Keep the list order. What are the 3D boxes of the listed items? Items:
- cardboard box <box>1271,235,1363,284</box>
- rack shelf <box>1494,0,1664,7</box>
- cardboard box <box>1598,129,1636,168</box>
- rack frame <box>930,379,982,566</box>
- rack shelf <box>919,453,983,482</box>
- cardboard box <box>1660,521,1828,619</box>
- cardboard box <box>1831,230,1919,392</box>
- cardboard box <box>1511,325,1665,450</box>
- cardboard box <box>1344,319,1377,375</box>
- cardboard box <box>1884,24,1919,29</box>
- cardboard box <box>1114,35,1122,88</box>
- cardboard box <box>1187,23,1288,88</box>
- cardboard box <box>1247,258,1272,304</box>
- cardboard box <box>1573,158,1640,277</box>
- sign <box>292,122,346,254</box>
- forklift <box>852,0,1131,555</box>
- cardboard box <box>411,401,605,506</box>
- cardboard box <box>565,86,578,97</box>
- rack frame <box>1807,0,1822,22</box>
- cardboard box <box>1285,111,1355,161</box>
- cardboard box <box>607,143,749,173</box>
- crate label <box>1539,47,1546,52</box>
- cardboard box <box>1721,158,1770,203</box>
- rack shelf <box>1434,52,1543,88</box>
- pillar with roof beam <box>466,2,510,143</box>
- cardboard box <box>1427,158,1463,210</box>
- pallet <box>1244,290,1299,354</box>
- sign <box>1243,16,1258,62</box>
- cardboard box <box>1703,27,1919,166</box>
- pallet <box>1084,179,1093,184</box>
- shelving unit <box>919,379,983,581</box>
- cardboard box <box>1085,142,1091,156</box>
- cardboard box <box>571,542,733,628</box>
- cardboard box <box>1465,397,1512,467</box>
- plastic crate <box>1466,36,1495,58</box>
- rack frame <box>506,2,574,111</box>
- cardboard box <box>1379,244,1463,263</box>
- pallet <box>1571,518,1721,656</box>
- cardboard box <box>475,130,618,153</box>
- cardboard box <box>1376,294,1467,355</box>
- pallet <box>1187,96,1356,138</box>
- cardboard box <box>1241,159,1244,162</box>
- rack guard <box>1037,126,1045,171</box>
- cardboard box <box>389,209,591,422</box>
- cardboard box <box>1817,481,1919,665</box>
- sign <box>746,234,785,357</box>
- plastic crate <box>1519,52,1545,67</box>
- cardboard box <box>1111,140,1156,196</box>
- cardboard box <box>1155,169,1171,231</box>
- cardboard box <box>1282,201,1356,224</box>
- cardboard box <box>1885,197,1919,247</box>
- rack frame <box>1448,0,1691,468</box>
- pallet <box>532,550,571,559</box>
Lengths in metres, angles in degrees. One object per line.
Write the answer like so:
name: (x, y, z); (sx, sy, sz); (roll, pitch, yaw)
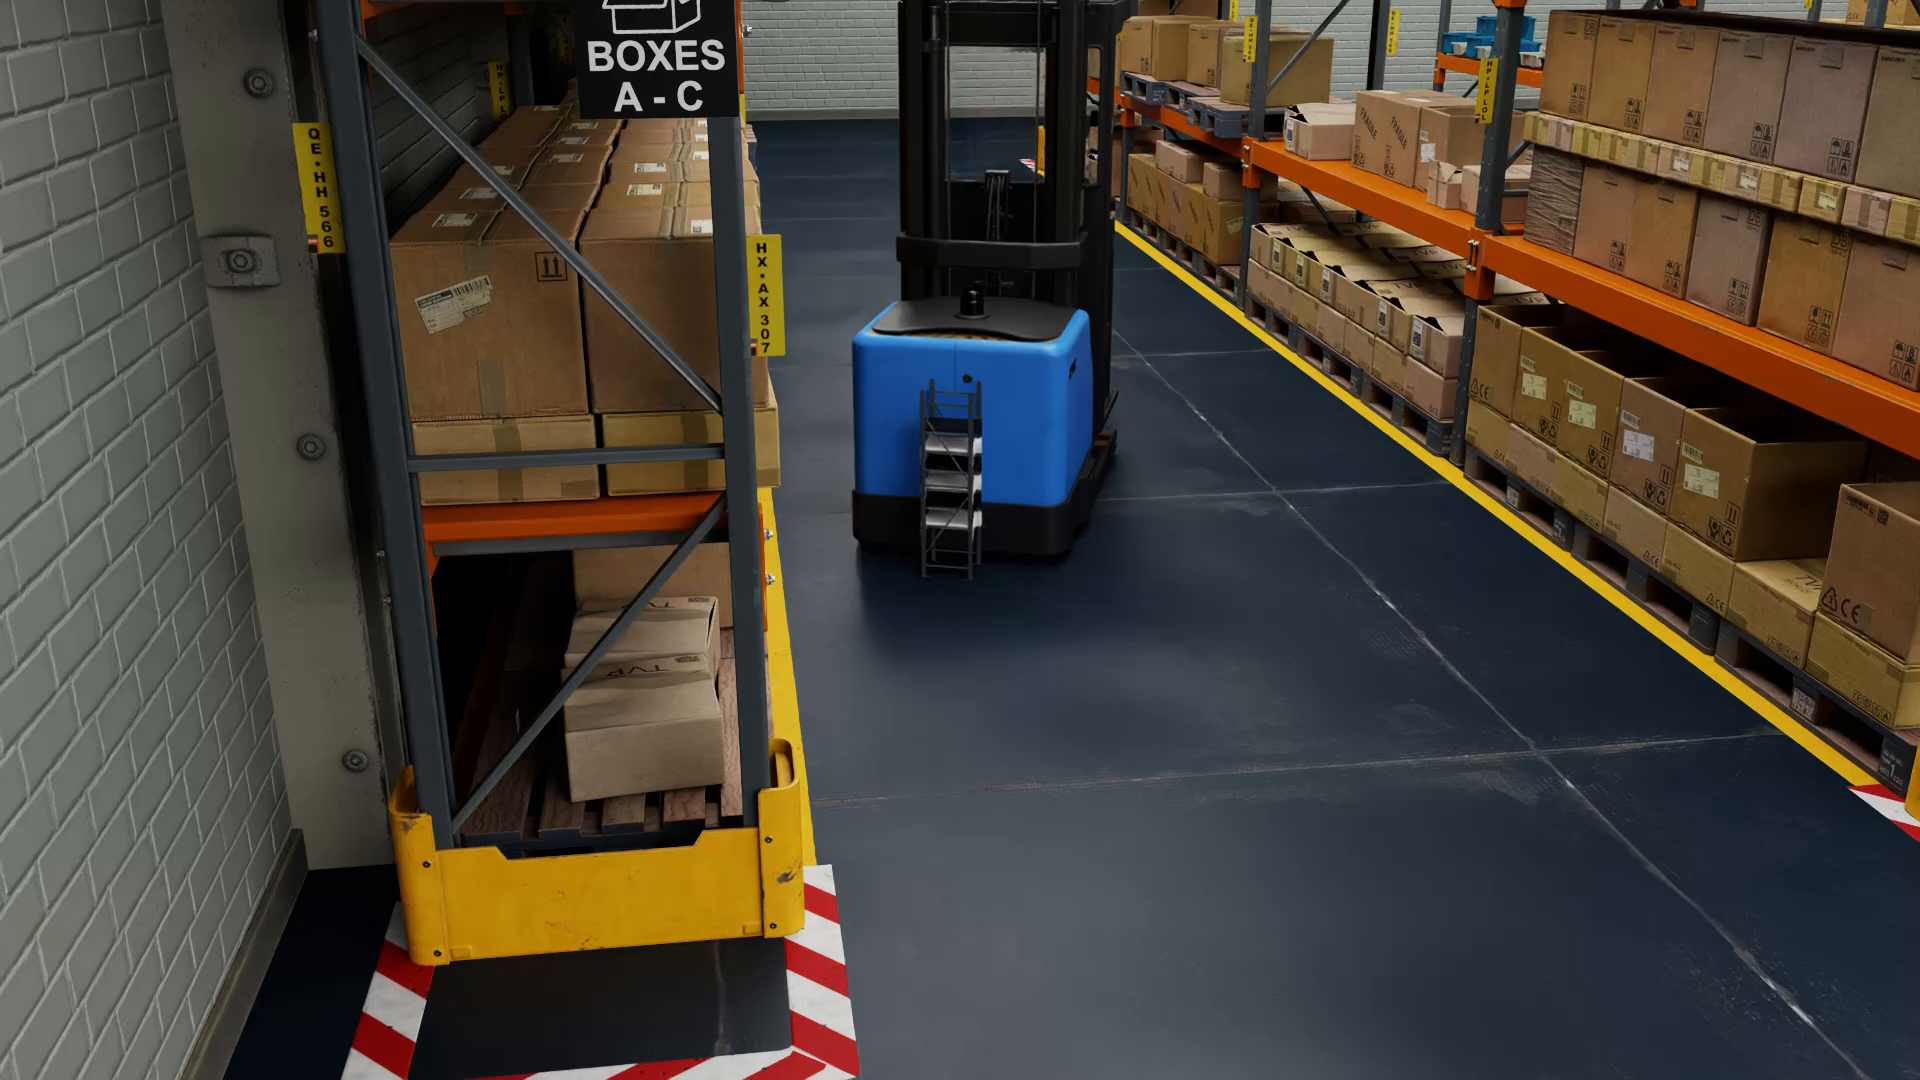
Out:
cardboard box: (2.559, -2.032, 11.896); (0.500, 0.311, 0.500); (-3, 21, -9)
rack shelf: (2.978, -3.613, 10.345); (1.077, 0.370, 4.000); (-3, 21, -8)
cardboard box: (3.228, -1.834, 7.769); (0.380, 0.149, 0.250); (-3, 21, -8)
rack frame: (-0.020, -0.310, 7.759); (0.240, 0.900, 0.006); (4, 21, 11)
rack shelf: (-0.040, -0.328, 7.646); (0.258, 0.077, 0.200); (4, 21, 11)
cardboard box: (3.316, 0.107, 6.972); (0.500, 0.250, 0.500); (-3, 21, -8)
cardboard box: (3.708, -0.859, 6.085); (0.700, 0.500, 0.500); (-2, 21, -6)
cardboard box: (3.103, -0.764, 8.232); (0.500, 0.500, 0.500); (-3, 21, -8)
cardboard box: (2.775, -1.243, 10.586); (0.500, 0.250, 0.500); (-2, 21, -7)
cardboard box: (11.293, -6.041, 19.894); (0.500, 0.250, 0.500); (-4, 21, -10)
cardboard box: (1.787, -4.830, 16.717); (0.500, 0.500, 0.500); (-3, 21, -7)
cardboard box: (2.429, -4.258, 14.586); (0.700, 0.500, 0.500); (-8, 22, -21)
cardboard box: (2.475, -1.950, 12.480); (0.500, 0.250, 0.500); (-3, 21, -8)
cardboard box: (3.419, -1.564, 7.974); (0.700, 0.500, 0.500); (-3, 21, -8)
sign: (-1.610, -0.886, 4.195); (0.100, 0.325, 0.005); (-3, 21, -8)
forklift: (0.282, -1.784, 8.803); (1.130, 2.935, 3.031); (4, 21, 11)
cardboard box: (-1.317, -0.308, 4.939); (0.500, 0.250, 0.500); (-3, 21, -7)
cardboard box: (-1.748, -2.226, 9.118); (0.700, 0.500, 0.500); (-1, 20, -2)
rack frame: (11.340, -6.506, 21.348); (1.000, 3.000, 0.127); (-3, 21, -8)
cardboard box: (2.627, -2.877, 11.758); (0.500, 0.311, 0.500); (-3, 21, -8)
cardboard box: (-1.045, -1.217, 6.300); (0.500, 0.500, 0.500); (-2, 21, -6)
crate label: (6.827, -5.691, 19.458); (0.396, 0.136, 0.243); (-3, 21, -8)
cardboard box: (3.374, -1.478, 6.817); (0.380, 0.149, 0.250); (-3, 21, -8)
rack shelf: (6.727, -5.227, 18.951); (1.077, 0.370, 4.000); (-3, 21, -8)
pillar with roof beam: (1.380, -5.520, 10.135); (9.100, 9.000, 0.400); (-3, 21, -8)
cardboard box: (2.958, -2.085, 9.704); (0.396, 0.266, 0.258); (-3, 21, -9)
pallet: (2.770, -1.644, 12.317); (1.003, 0.211, 1.213); (-3, 21, -8)
sign: (2.154, -3.712, 12.327); (0.100, 0.325, 0.005); (-3, 21, -8)
cardboard box: (3.554, -1.833, 6.839); (0.700, 0.500, 0.500); (-3, 21, -8)
pallet: (1.836, -3.977, 18.564); (1.003, 0.211, 1.213); (-3, 21, -8)
shelving unit: (-0.040, -0.275, 7.666); (0.258, 0.900, 0.210); (4, 21, 11)
cardboard box: (1.479, -4.377, 18.949); (0.500, 0.250, 0.500); (-3, 21, -8)
cardboard box: (-1.207, 0.050, 6.739); (0.700, 0.500, 0.500); (-4, 21, -11)
cardboard box: (3.033, -0.586, 8.827); (0.500, 0.250, 0.500); (-3, 21, -8)
plastic crate: (6.244, -5.876, 19.815); (0.416, 0.233, 0.300); (-3, 21, -8)
rack frame: (-1.635, -1.602, 8.217); (1.000, 3.000, 0.127); (-3, 21, -8)
cardboard box: (3.161, -1.886, 11.506); (0.500, 0.311, 0.500); (-3, 21, -8)
pallet: (3.519, 0.154, 7.501); (1.003, 0.211, 1.213); (-3, 21, -8)
cardboard box: (-1.637, -1.367, 6.702); (0.500, 0.500, 0.500); (-2, 21, -6)
cardboard box: (2.843, -1.330, 10.018); (0.500, 0.311, 0.500); (-2, 21, -6)
pallet: (2.523, -3.379, 13.250); (1.213, 0.211, 1.003); (-3, 21, -8)
cardboard box: (2.531, -3.330, 15.788); (0.500, 0.500, 0.500); (-3, 21, -8)
rack guard: (1.548, -4.810, 20.381); (1.175, 0.500, 0.348); (-3, 21, -8)
cardboard box: (-1.337, -0.660, 4.809); (0.500, 0.500, 0.500); (-3, 21, -8)
cardboard box: (3.471, 0.101, 5.915); (0.500, 0.500, 0.500); (-3, 21, -8)
sign: (-0.521, -0.650, 4.431); (0.100, 0.325, 0.005); (-3, 21, -8)
plastic crate: (6.467, -5.364, 18.581); (0.293, 0.136, 0.466); (-3, 21, -8)
cardboard box: (1.751, -3.841, 17.156); (0.500, 0.500, 0.500); (-3, 21, -8)
cardboard box: (2.094, -3.121, 15.228); (0.500, 0.500, 0.500); (-3, 21, -7)
cardboard box: (2.907, -2.445, 13.419); (0.500, 0.500, 0.500); (-2, 21, -5)
cardboard box: (3.523, -1.120, 5.859); (0.380, 0.149, 0.250); (-3, 21, -9)
rack frame: (3.267, -1.853, 8.890); (1.000, 3.000, 0.127); (-3, 21, -8)
pallet: (-1.503, -0.065, 8.088); (1.003, 0.211, 1.213); (-3, 21, -8)
